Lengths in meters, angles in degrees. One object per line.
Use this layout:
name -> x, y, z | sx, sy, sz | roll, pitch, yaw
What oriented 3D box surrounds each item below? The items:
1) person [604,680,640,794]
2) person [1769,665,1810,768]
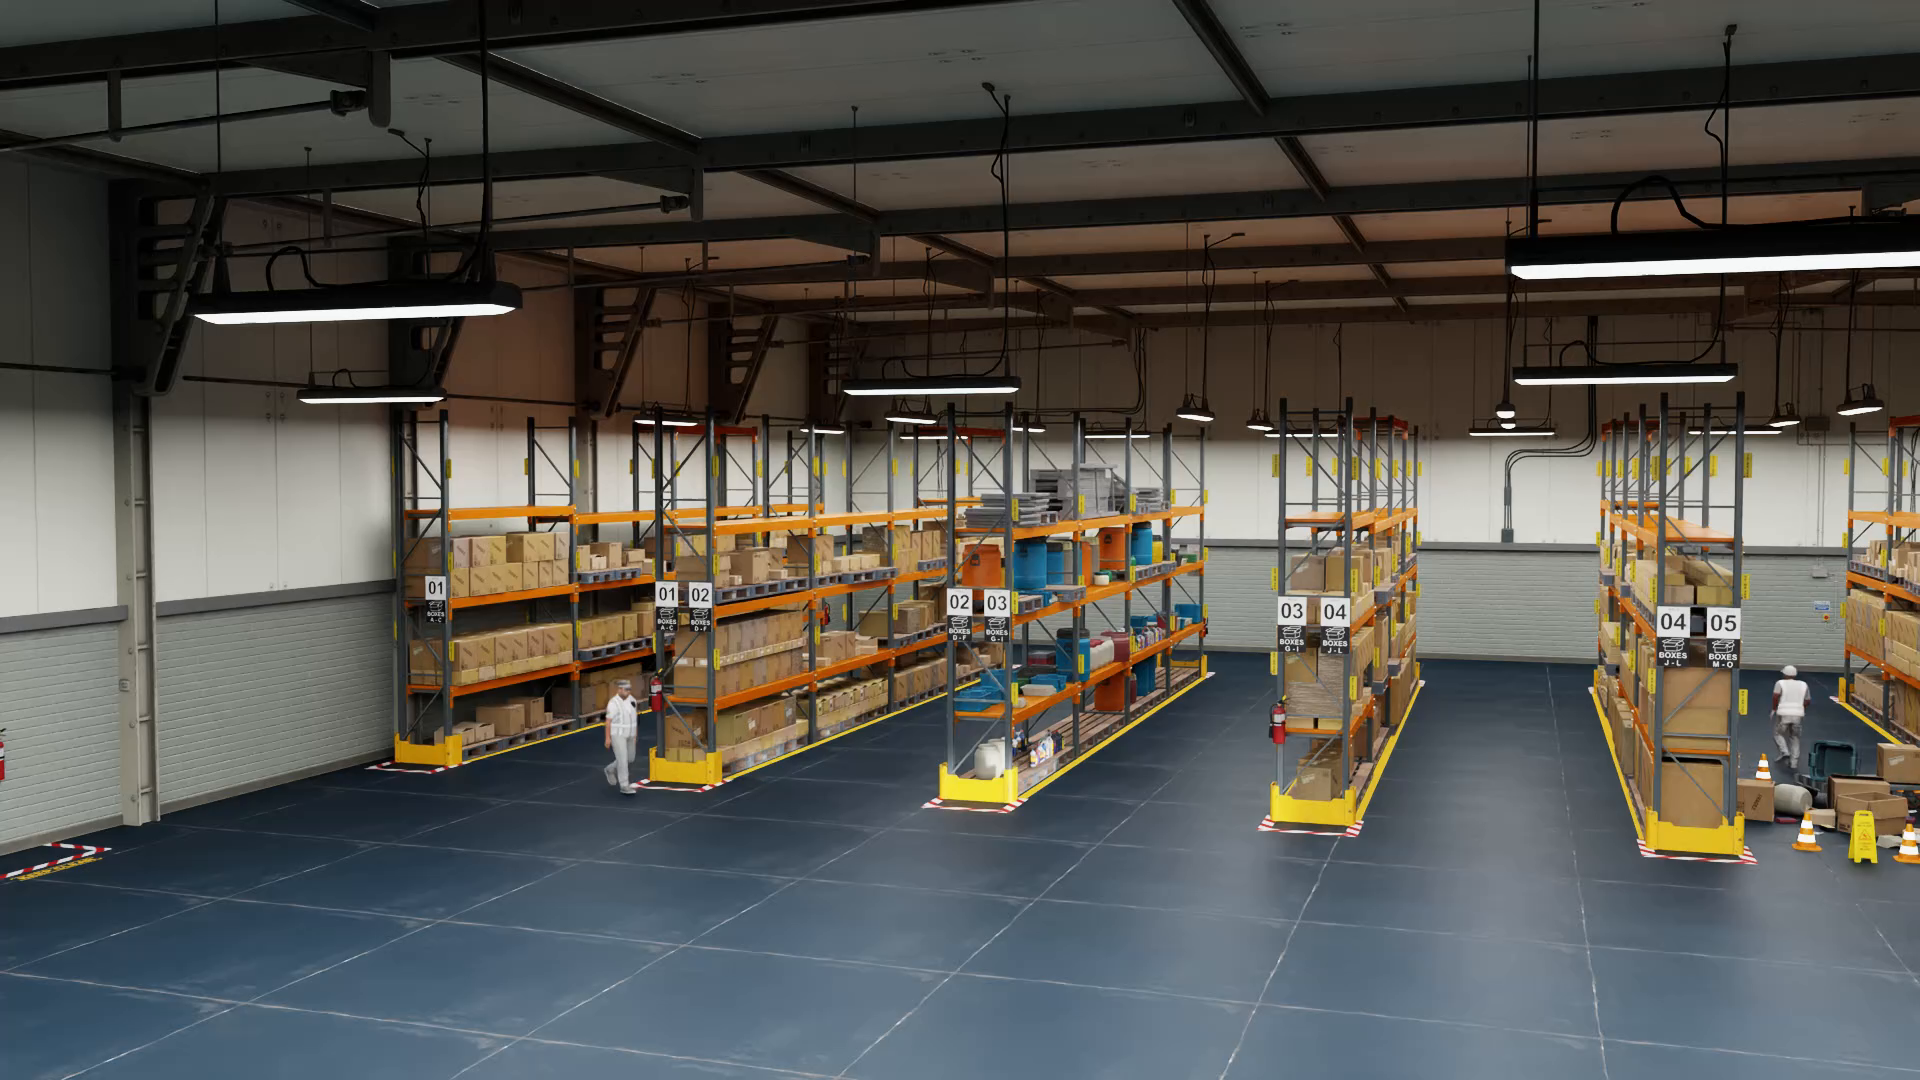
person -> -5.261, 3.021, 25.833 | 0.913, 1.716, 0.572 | 2, 3, 36
person -> 13.998, 2.968, 28.066 | 0.649, 1.672, 0.761 | 1, 3, 19
